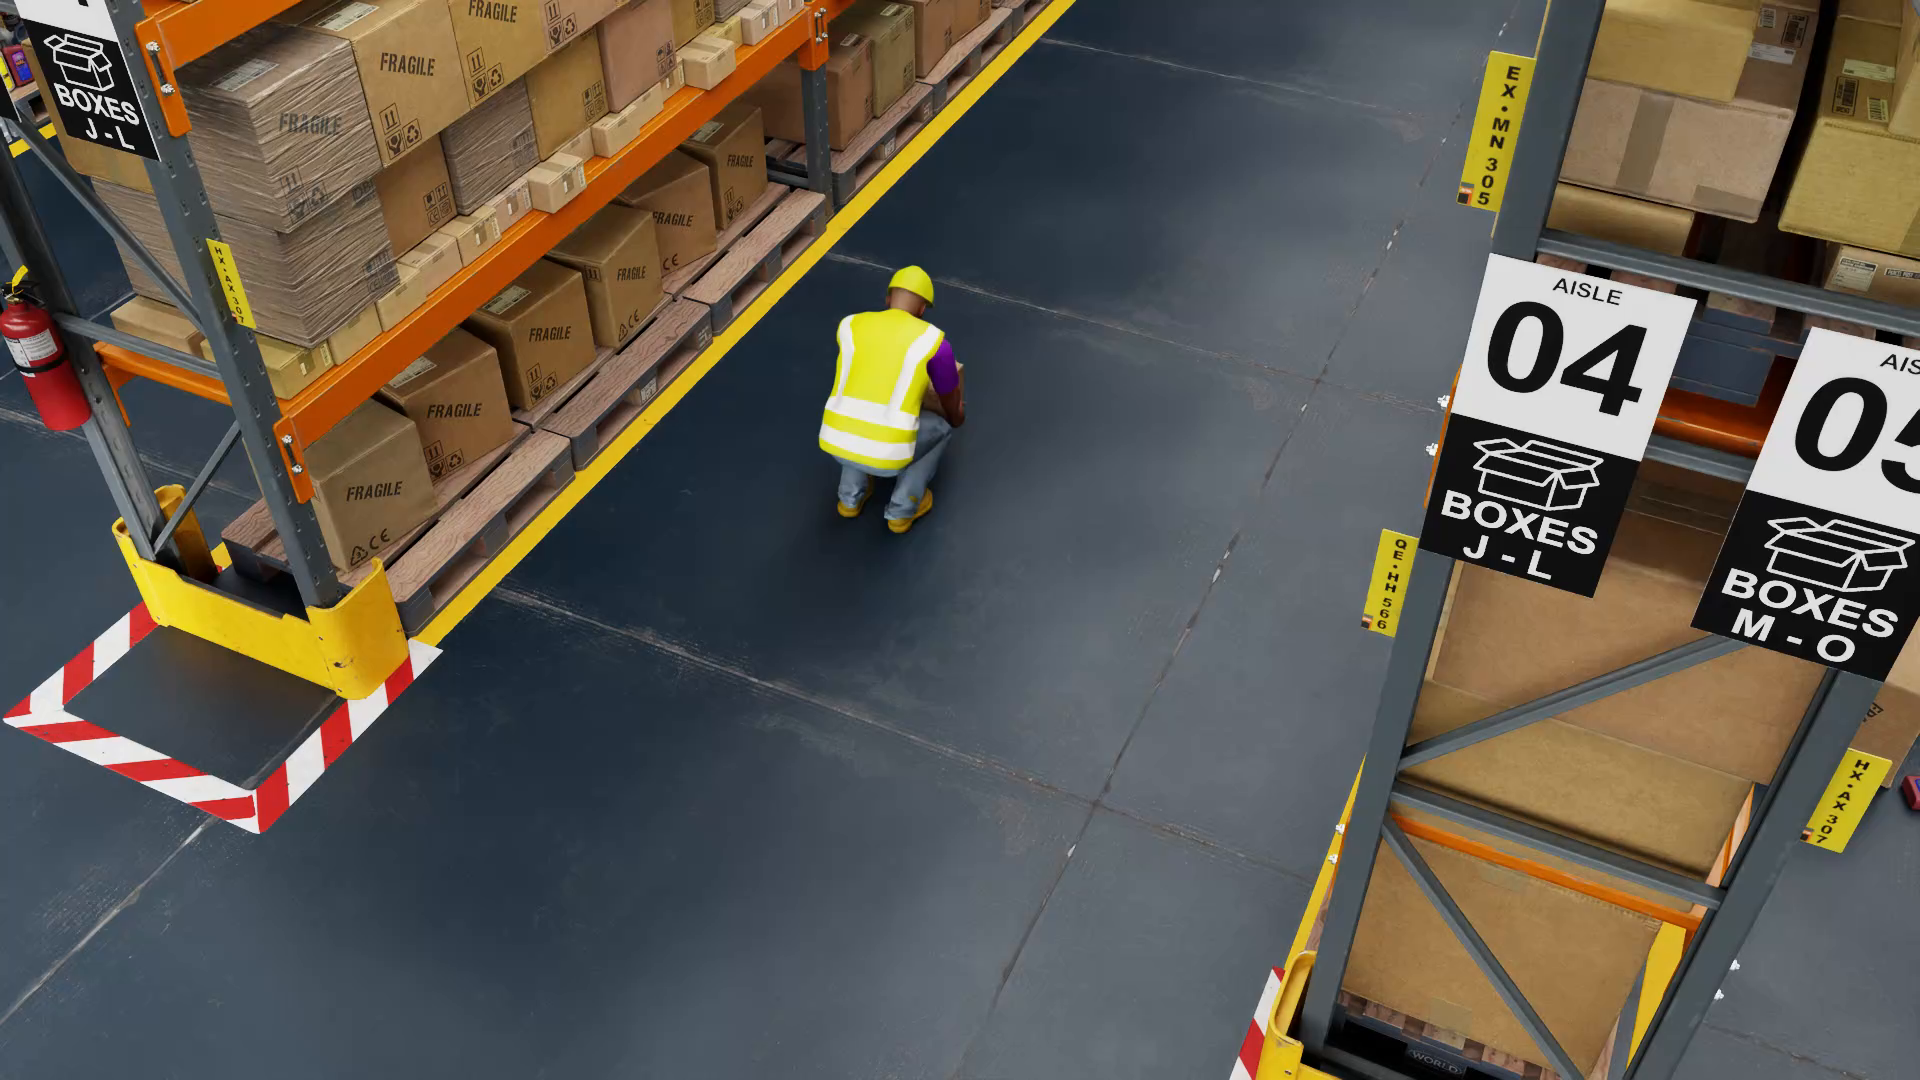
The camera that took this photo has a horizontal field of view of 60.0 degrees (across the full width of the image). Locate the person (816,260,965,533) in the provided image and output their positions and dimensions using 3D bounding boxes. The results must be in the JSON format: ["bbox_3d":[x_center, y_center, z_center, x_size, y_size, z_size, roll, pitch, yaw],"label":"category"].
[{"bbox_3d":[-0.308,-0.622,7.412,0.529,1.009,0.933,16,44,17],"label":"person"}]
